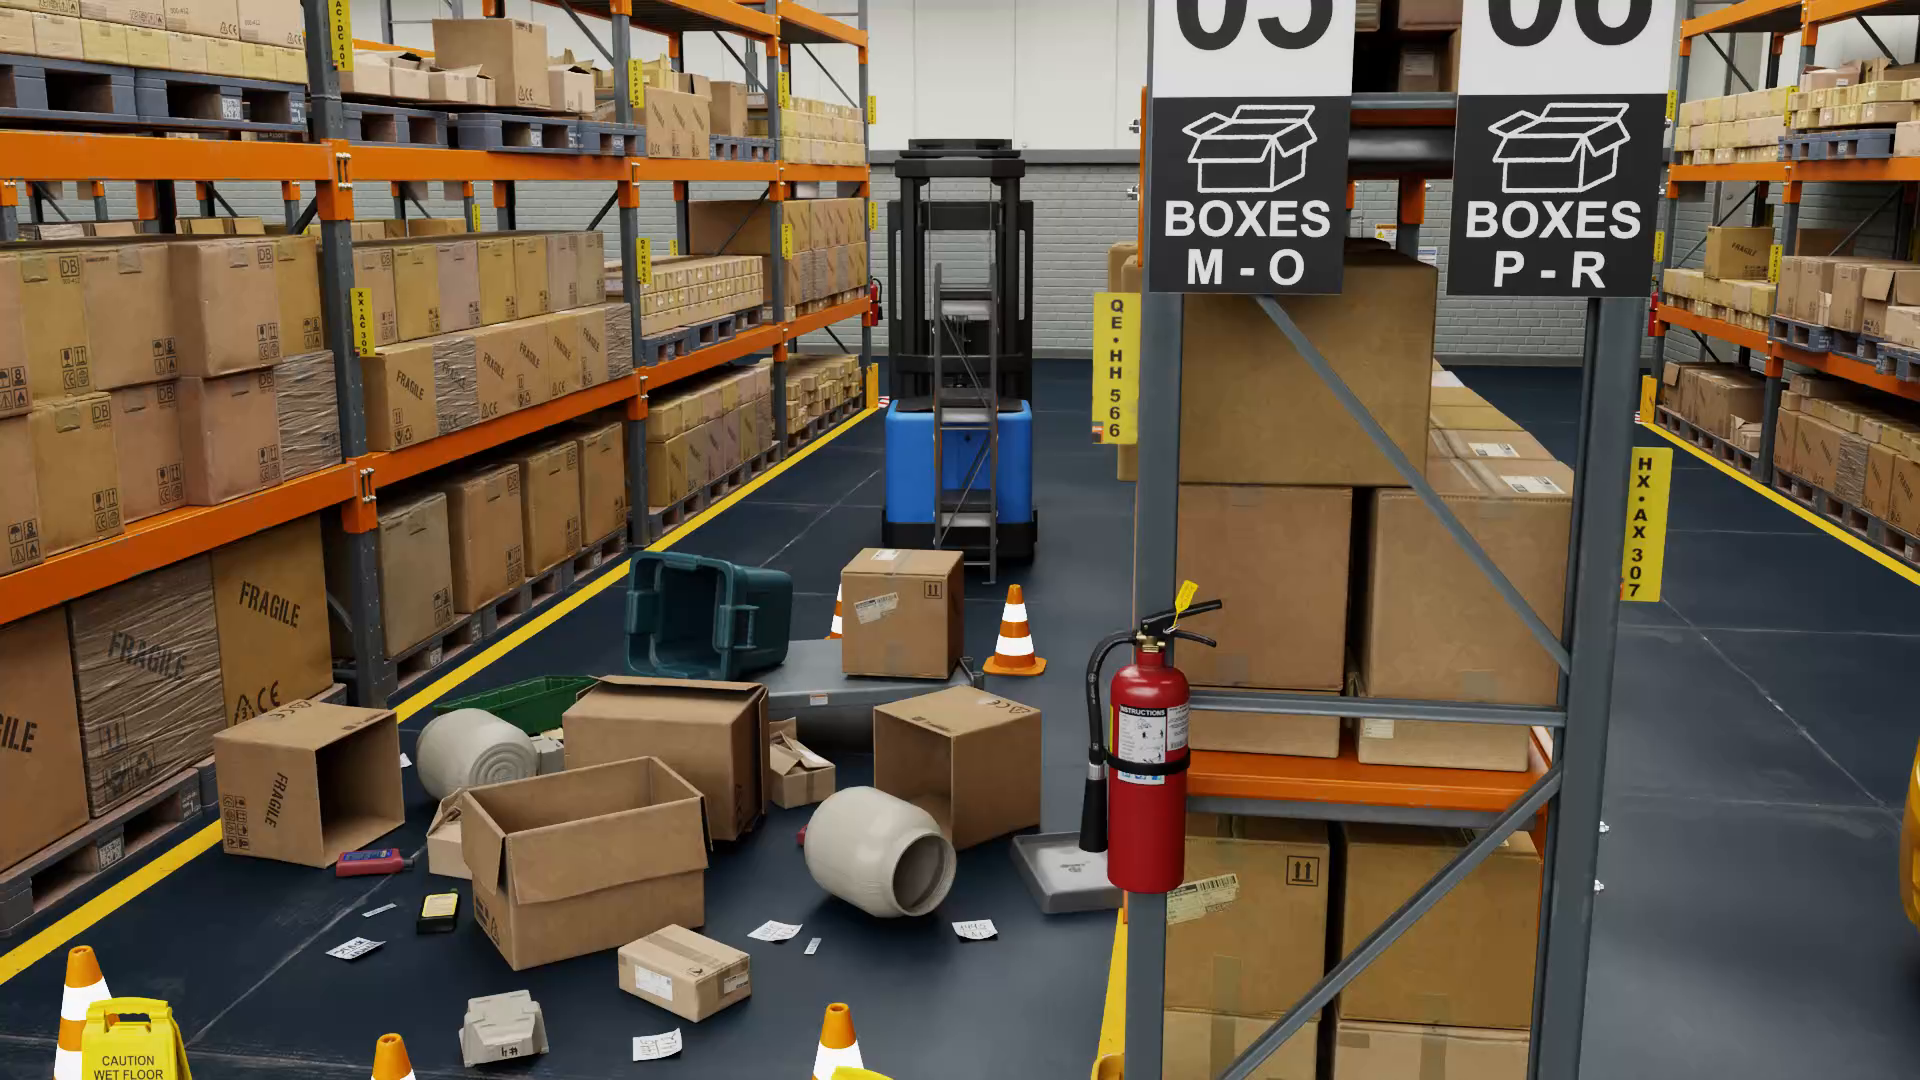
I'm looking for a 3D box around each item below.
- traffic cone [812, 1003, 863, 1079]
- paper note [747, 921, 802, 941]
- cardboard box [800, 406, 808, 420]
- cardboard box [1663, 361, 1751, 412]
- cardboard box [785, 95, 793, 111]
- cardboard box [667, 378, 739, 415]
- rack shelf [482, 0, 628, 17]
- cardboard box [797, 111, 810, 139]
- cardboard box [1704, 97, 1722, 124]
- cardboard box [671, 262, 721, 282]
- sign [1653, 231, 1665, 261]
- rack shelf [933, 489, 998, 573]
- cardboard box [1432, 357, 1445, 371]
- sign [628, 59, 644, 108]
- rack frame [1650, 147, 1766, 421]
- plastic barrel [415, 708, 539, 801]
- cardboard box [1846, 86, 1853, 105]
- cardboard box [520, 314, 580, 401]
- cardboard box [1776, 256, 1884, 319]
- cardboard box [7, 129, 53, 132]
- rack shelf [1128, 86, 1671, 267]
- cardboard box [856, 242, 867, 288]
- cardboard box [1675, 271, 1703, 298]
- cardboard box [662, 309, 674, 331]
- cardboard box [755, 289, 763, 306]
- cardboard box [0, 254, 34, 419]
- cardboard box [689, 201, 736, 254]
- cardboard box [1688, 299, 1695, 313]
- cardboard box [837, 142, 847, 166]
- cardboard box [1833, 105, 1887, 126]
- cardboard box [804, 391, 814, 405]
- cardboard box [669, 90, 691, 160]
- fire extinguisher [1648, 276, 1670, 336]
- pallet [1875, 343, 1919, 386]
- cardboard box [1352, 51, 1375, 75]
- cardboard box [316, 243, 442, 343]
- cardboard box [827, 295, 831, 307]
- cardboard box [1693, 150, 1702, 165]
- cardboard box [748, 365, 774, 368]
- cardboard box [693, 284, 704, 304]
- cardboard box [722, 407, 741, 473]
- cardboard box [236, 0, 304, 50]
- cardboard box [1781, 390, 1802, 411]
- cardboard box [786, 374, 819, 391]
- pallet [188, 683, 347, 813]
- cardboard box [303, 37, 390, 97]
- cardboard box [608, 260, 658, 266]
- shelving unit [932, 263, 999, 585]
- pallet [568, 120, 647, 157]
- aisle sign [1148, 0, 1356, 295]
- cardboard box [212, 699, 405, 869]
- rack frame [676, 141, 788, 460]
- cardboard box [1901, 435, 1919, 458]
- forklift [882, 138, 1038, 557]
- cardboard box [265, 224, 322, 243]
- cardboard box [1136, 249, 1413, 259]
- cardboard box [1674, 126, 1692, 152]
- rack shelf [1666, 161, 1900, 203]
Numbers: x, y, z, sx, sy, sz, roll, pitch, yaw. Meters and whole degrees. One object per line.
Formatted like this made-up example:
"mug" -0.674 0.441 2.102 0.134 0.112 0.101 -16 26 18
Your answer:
"traffic cone" -0.327 1.483 4.514 0.336 0.463 0.334 2 12 9
"paper note" -0.661 1.398 5.961 0.148 0.019 0.142 7 14 28
"cardboard box" -1.788 -1.304 17.192 0.380 0.149 0.250 2 12 7
"cardboard box" 8.060 -1.657 17.992 0.797 0.503 0.637 1 12 6
"cardboard box" -1.820 -4.204 15.983 0.380 0.149 0.250 1 12 6
"cardboard box" -2.203 -1.233 14.250 0.500 0.250 0.500 1 12 6
"rack shelf" -3.102 -3.400 9.565 1.077 0.370 4.000 2 12 9
"cardboard box" -1.787 -4.097 16.432 0.500 0.250 0.500 2 12 8
"cardboard box" 7.771 -4.285 16.599 0.500 0.250 0.500 2 12 8
"cardboard box" -2.249 -2.275 14.119 0.380 0.149 0.250 1 12 6
"sign" 7.712 -3.237 18.340 0.100 0.325 0.005 2 12 9
"rack shelf" 0.039 -0.084 11.288 0.431 0.518 0.480 0 12 0
"cardboard box" 1.602 -0.445 6.494 0.500 0.500 0.500 2 12 11
"sign" -2.247 -3.169 11.541 0.100 0.325 0.005 2 12 9
"rack frame" 8.248 -2.796 18.349 1.000 3.000 0.127 2 12 9
"plastic barrel" -2.068 0.947 7.093 0.421 0.421 0.512 -10 16 -40
"cardboard box" 7.107 -3.440 12.872 0.380 0.149 0.250 2 12 9
"cardboard box" -2.753 -1.169 10.561 0.500 0.500 0.500 2 12 8
"cardboard box" 7.337 -2.125 13.997 0.700 0.500 0.500 2 12 10
"cardboard box" -7.657 -3.464 13.083 0.797 0.503 0.637 3 12 12
"rack shelf" 1.190 -1.157 5.329 1.077 0.370 4.000 2 12 9
"cardboard box" -1.379 -3.188 19.224 0.500 0.500 0.500 2 12 10
"cardboard box" 7.835 -2.678 17.449 0.500 0.250 0.500 2 12 9
"cardboard box" -2.444 -1.712 12.915 0.380 0.149 0.250 3 12 11
"cardboard box" -2.045 -2.257 15.444 0.380 0.149 0.250 2 12 7
"cardboard box" -3.716 -0.672 5.572 0.875 0.550 0.550 2 12 9
"cardboard box" -2.374 -3.053 16.222 0.500 0.500 0.500 1 12 7
"cardboard box" 7.827 -2.453 17.353 0.380 0.149 0.250 2 12 10
"cardboard box" -1.533 -4.176 17.988 0.500 0.250 0.500 2 12 11
"cardboard box" 7.039 -3.299 12.925 0.380 0.149 0.250 2 12 8
"cardboard box" -1.745 -1.505 17.423 0.380 0.149 0.250 2 12 11
"cardboard box" -2.374 -3.160 12.680 0.500 0.500 0.500 2 12 9
"fire extinguisher" 7.814 -2.622 18.608 0.296 0.674 0.183 2 12 9
"pallet" 7.052 -1.181 11.307 1.213 0.211 1.003 2 12 9
"cardboard box" 1.365 -1.473 4.739 0.500 0.250 0.500 2 12 10
"cardboard box" -3.262 -1.346 9.009 0.700 0.500 0.500 2 12 8
"cardboard box" -1.620 -2.631 18.177 0.380 0.149 0.250 1 12 6
"cardboard box" 7.758 -3.924 17.059 0.380 0.149 0.250 2 12 10
"cardboard box" -2.163 -1.826 18.203 0.380 0.149 0.250 2 12 10
"cardboard box" -2.325 -2.021 13.643 0.380 0.149 0.250 2 12 8
"cardboard box" -2.207 -0.871 14.351 0.500 0.500 0.500 2 12 7
"cardboard box" -3.232 -2.280 7.247 0.500 0.250 0.500 2 12 8
"cardboard box" 7.315 -1.198 14.330 0.380 0.149 0.250 2 12 11
"cardboard box" -1.693 -1.646 17.368 0.380 0.149 0.250 2 12 10
"pallet" -3.604 0.921 7.719 1.003 0.211 1.213 2 12 9
"cardboard box" -3.070 -2.370 8.336 0.258 0.266 0.396 2 12 8
"cardboard box" -2.853 -2.353 14.478 0.380 0.149 0.250 2 12 8
"shelving unit" 0.039 -0.782 11.137 0.431 2.100 0.503 0 12 0
"pallet" -2.841 -2.669 11.085 1.213 0.211 1.003 2 12 11
"aisle sign" 0.586 -0.893 3.347 0.394 0.787 0.004 2 12 9
"cardboard box" -2.634 0.979 6.757 0.500 0.500 0.500 4 13 18
"rack frame" -2.179 -2.263 15.875 1.000 3.000 0.127 2 12 9
"cardboard box" 6.939 -0.654 11.804 0.380 0.149 0.250 1 12 7
"forklift" 0.005 -1.564 12.793 1.130 2.935 3.031 0 12 0
"cardboard box" -6.738 -2.975 17.048 0.500 0.500 0.500 2 12 9
"cardboard box" 0.830 -0.527 4.504 0.700 0.500 0.500 2 12 9
"cardboard box" 7.910 -4.251 17.630 0.500 0.250 0.500 2 12 8
"rack shelf" 7.940 -3.495 16.177 1.077 0.370 4.000 2 12 9
